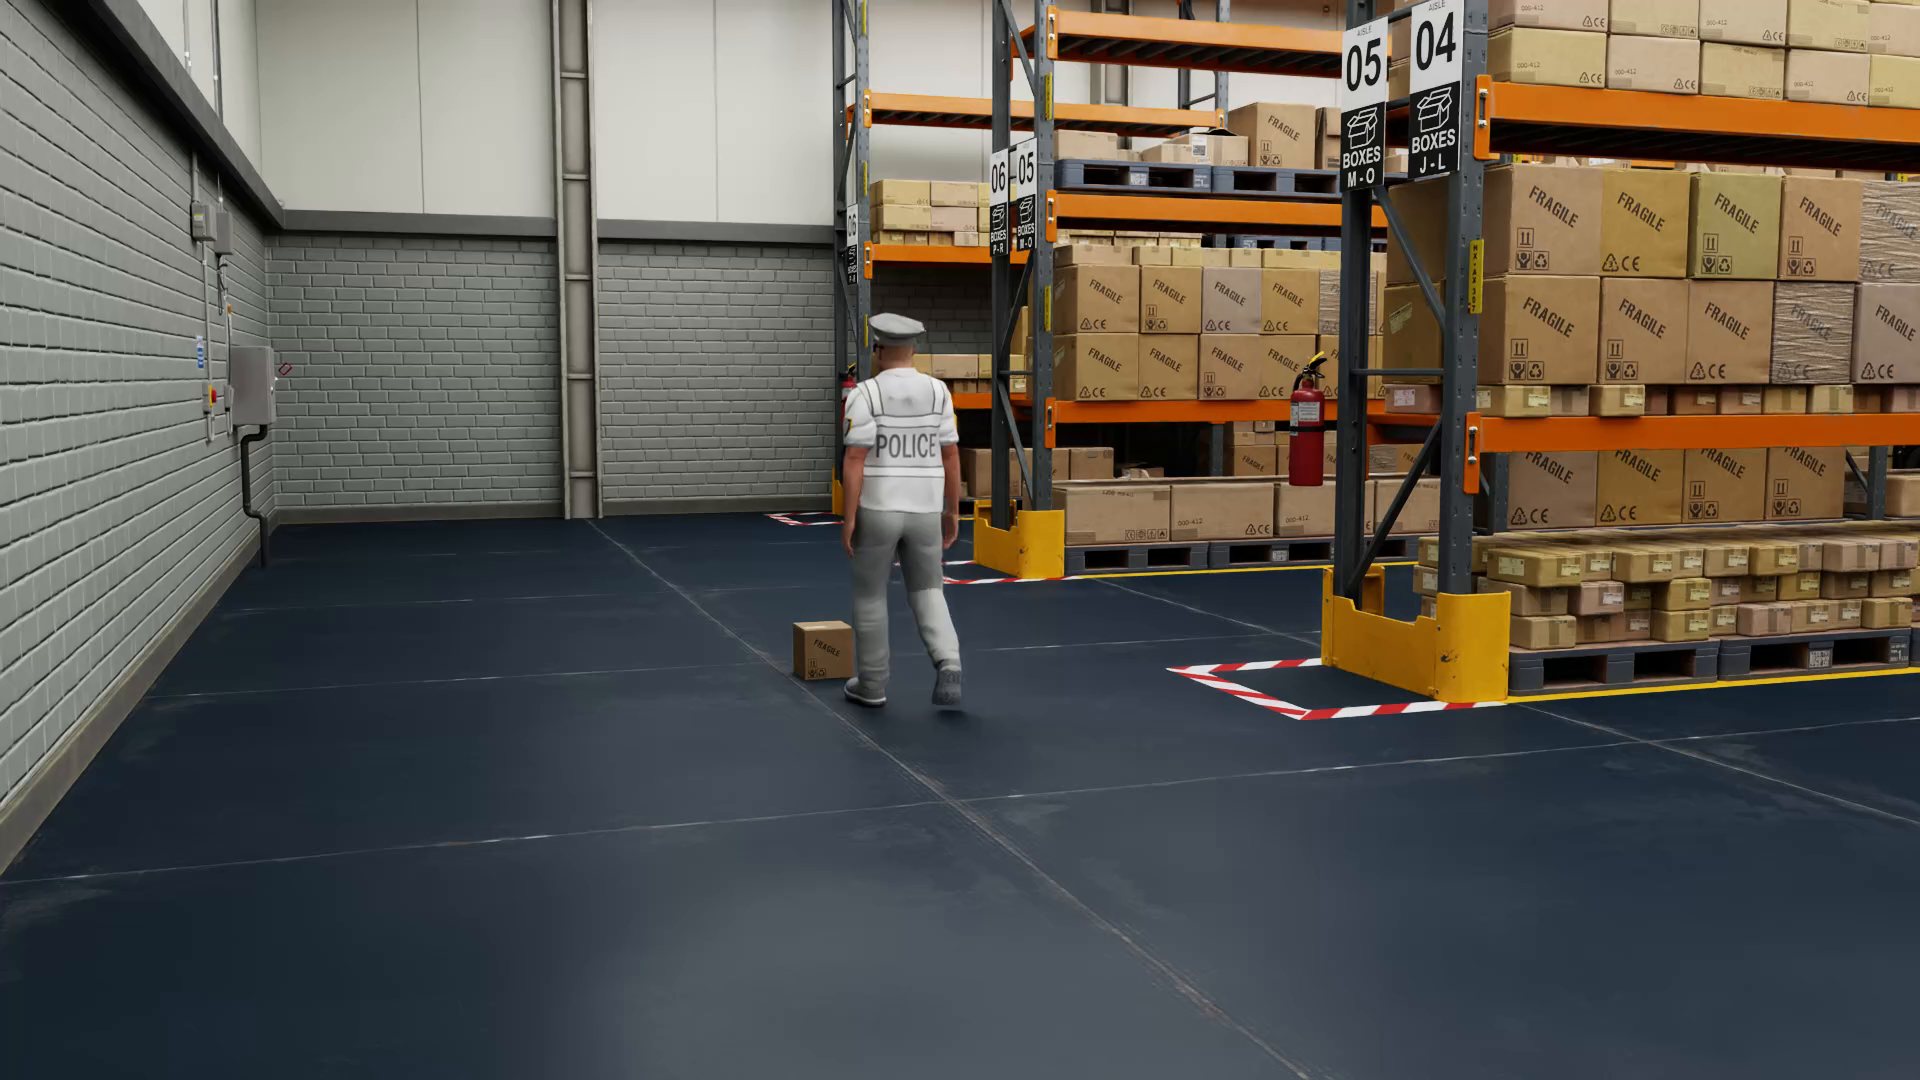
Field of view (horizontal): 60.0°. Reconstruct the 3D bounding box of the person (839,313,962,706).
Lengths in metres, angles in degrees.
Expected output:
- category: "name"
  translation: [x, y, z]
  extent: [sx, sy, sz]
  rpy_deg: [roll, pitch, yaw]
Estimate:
- category: "person"
  translation: [-0.272, -0.130, 7.437]
  extent: [0.569, 1.763, 0.695]
  rpy_deg: [-2, 6, -22]
